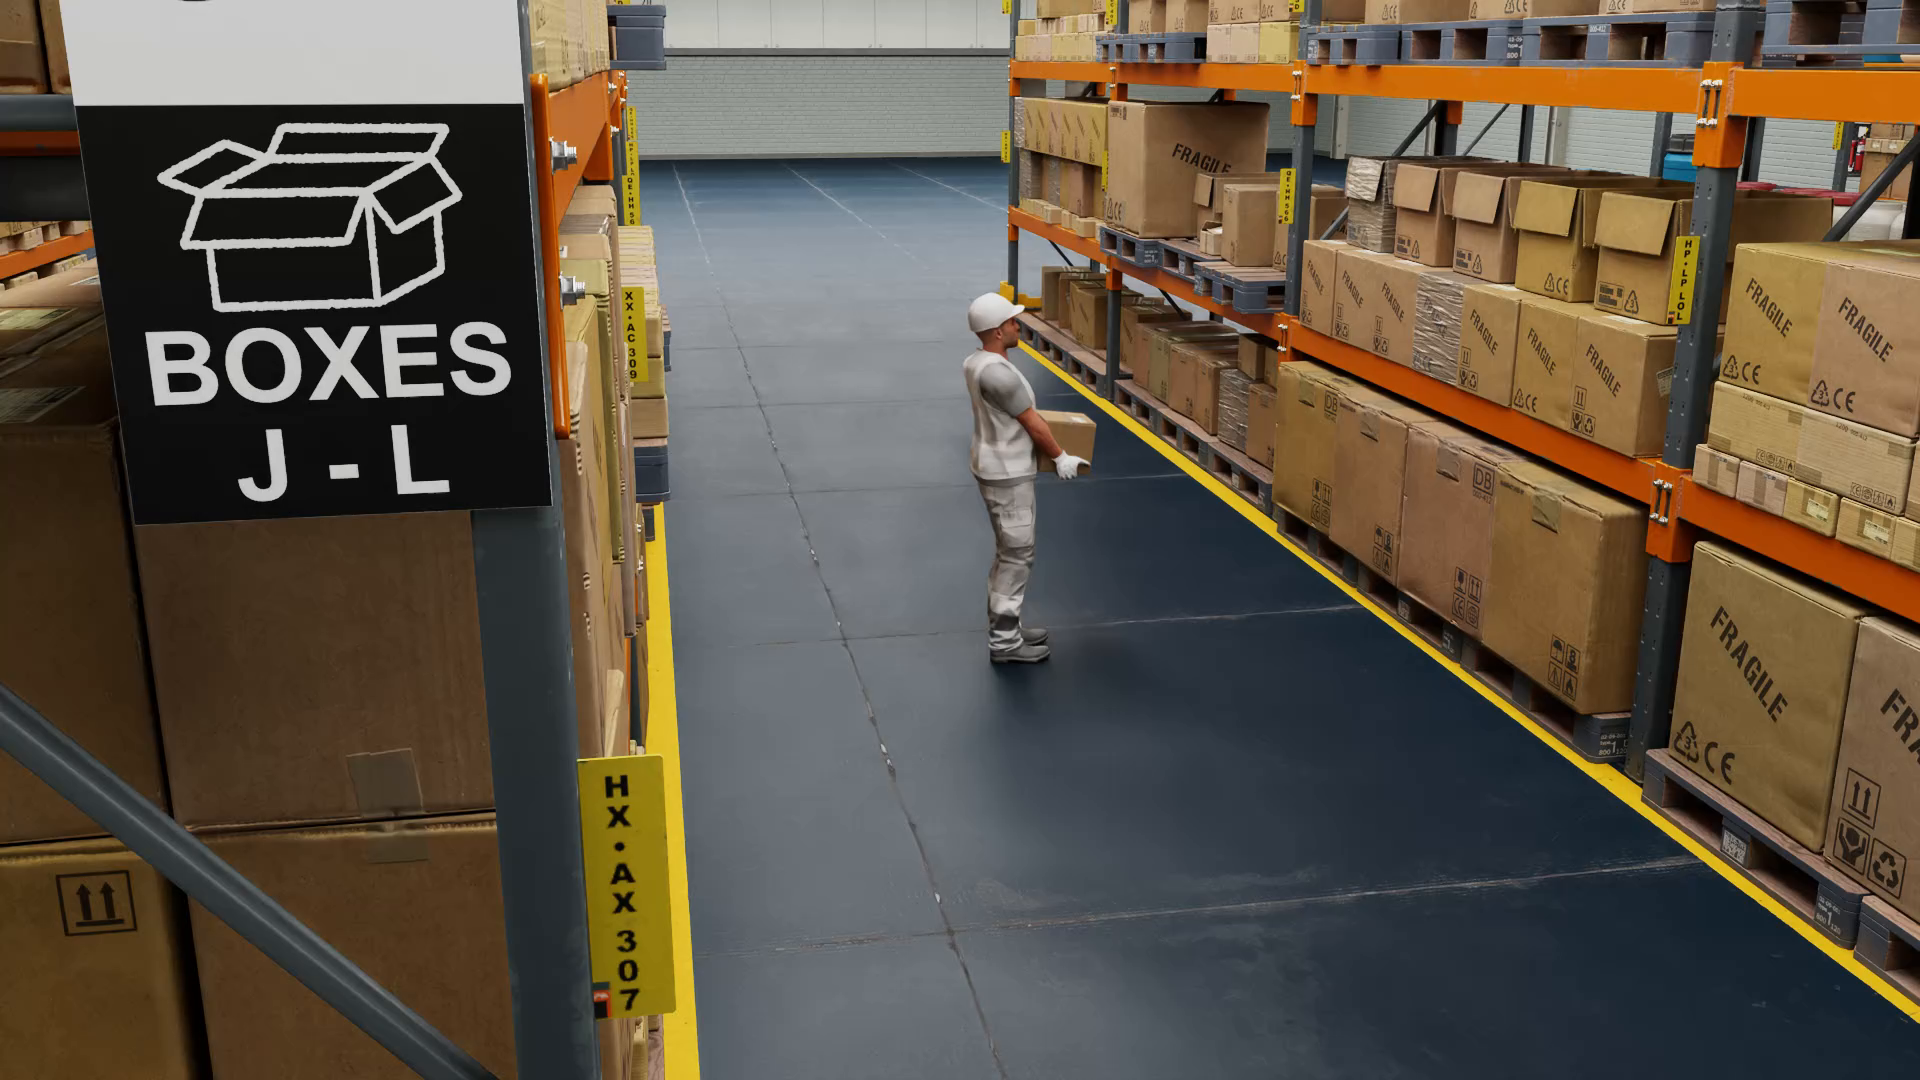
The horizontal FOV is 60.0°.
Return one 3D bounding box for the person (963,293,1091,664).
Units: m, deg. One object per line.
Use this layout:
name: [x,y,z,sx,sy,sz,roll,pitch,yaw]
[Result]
person: [0.318,-0.307,8.060,0.570,1.782,0.493,-3,16,-10]
